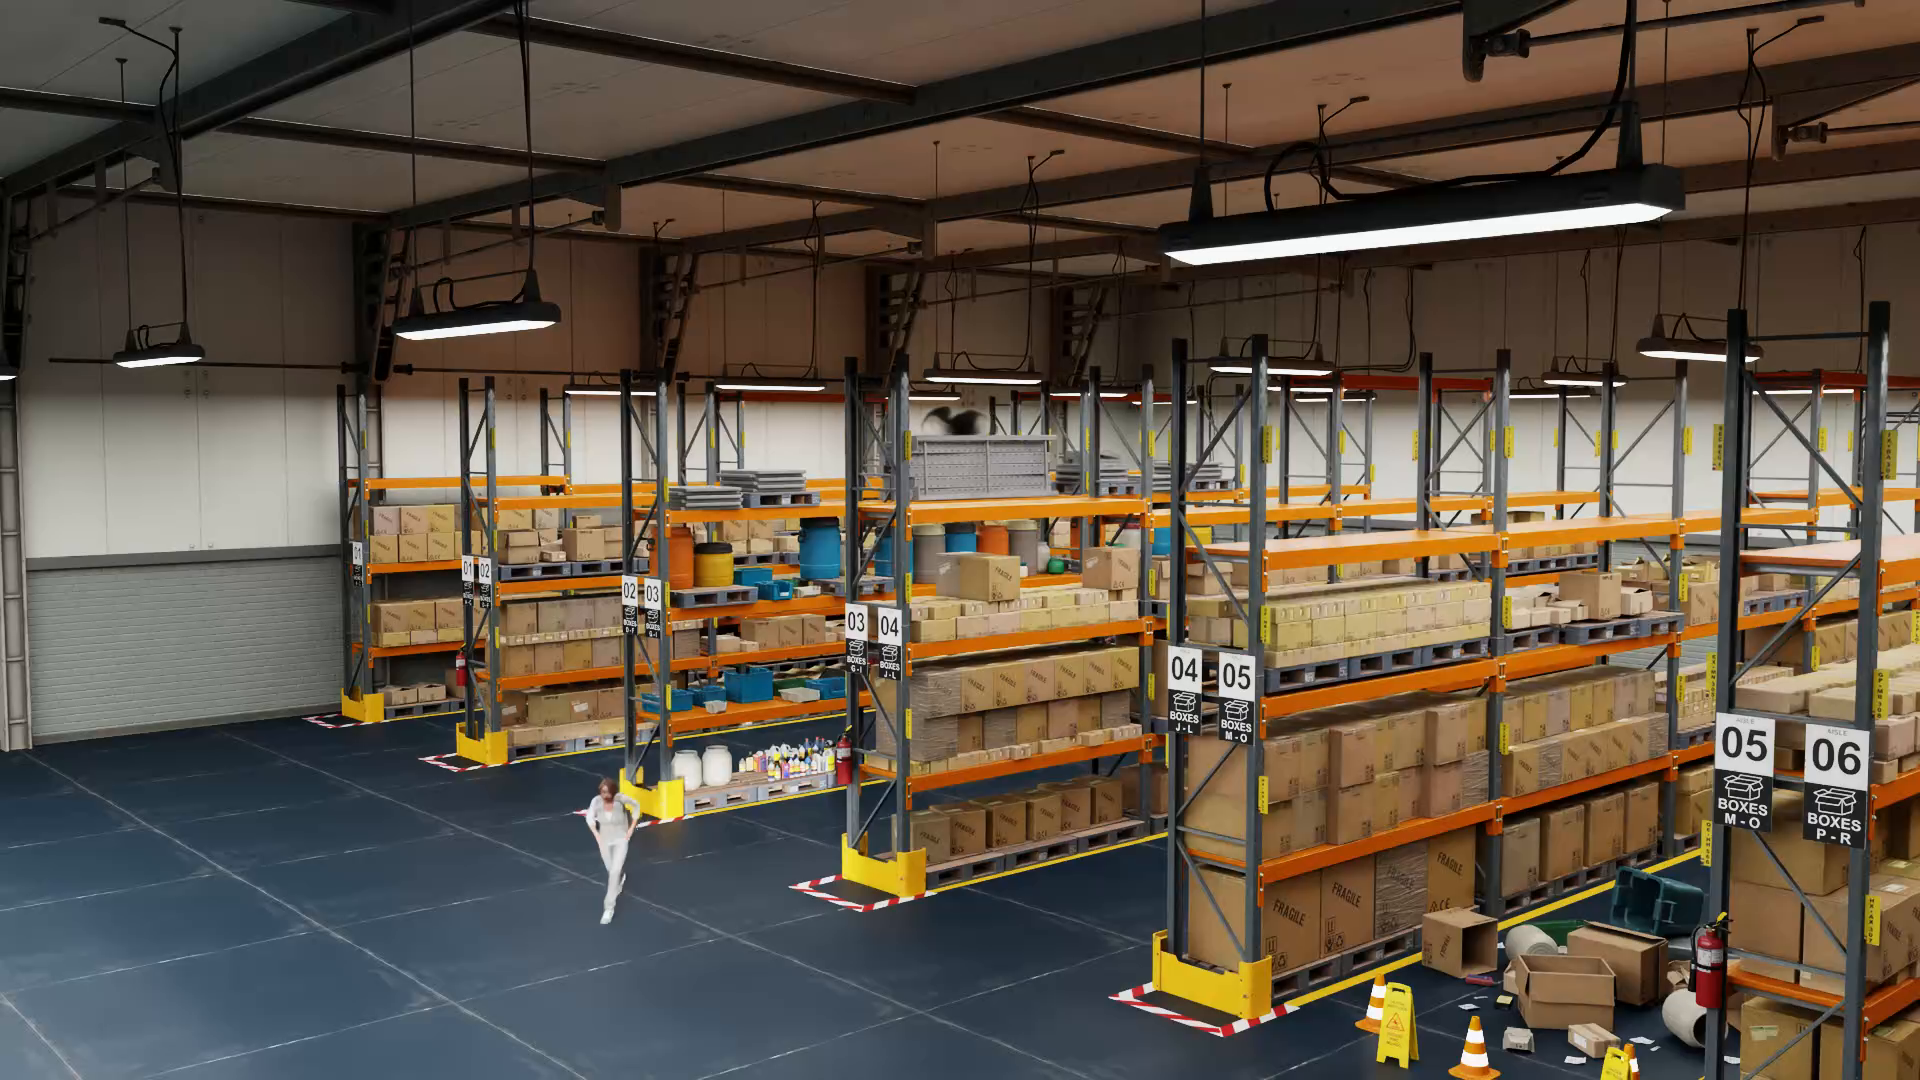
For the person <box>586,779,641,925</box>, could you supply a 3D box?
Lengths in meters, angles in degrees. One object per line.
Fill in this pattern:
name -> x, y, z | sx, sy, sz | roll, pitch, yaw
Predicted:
person -> -3.696, 3.307, 17.818 | 0.569, 1.435, 0.912 | 0, 4, -5
